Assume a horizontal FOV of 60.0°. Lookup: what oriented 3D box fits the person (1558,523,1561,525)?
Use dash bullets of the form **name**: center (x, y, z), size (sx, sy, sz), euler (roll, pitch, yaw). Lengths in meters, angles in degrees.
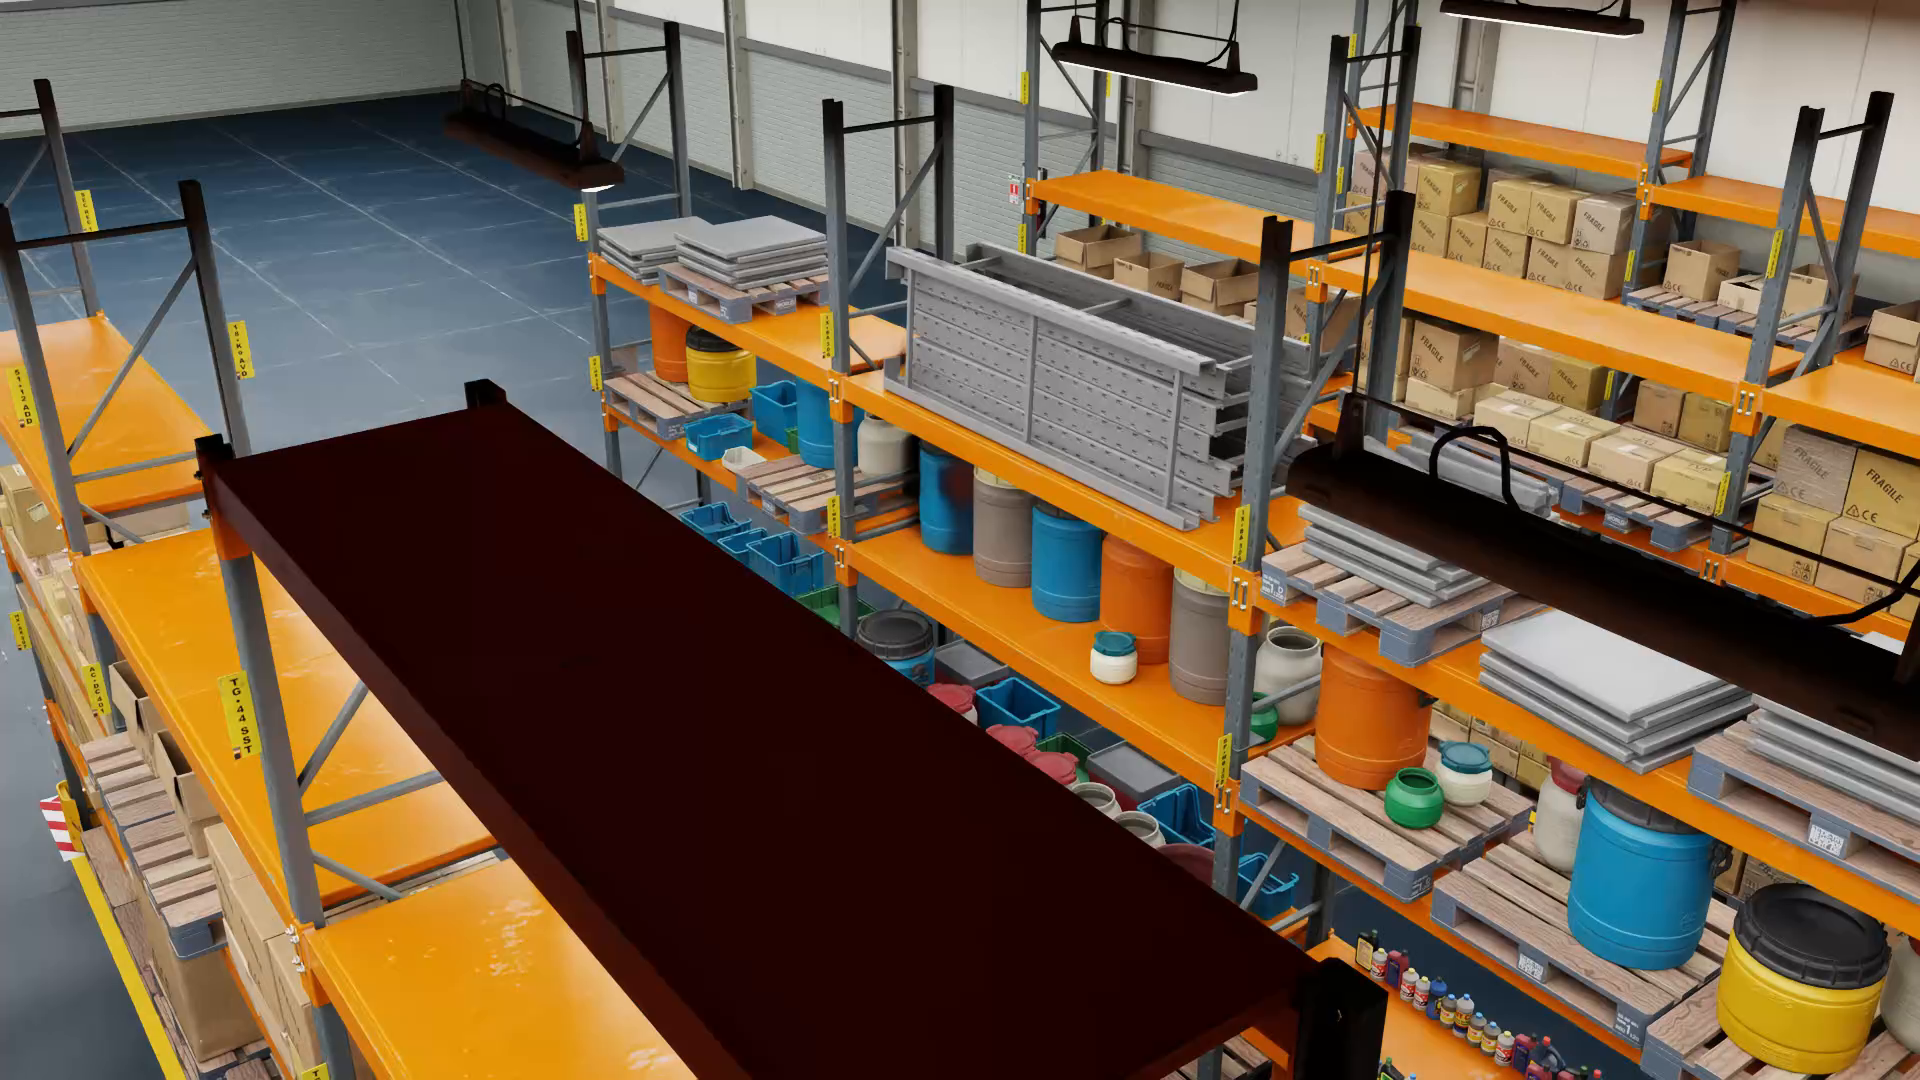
- **person**: center (5.437, 0.410, 16.050), size (0.603, 1.822, 0.675), euler (1, 25, 2)
